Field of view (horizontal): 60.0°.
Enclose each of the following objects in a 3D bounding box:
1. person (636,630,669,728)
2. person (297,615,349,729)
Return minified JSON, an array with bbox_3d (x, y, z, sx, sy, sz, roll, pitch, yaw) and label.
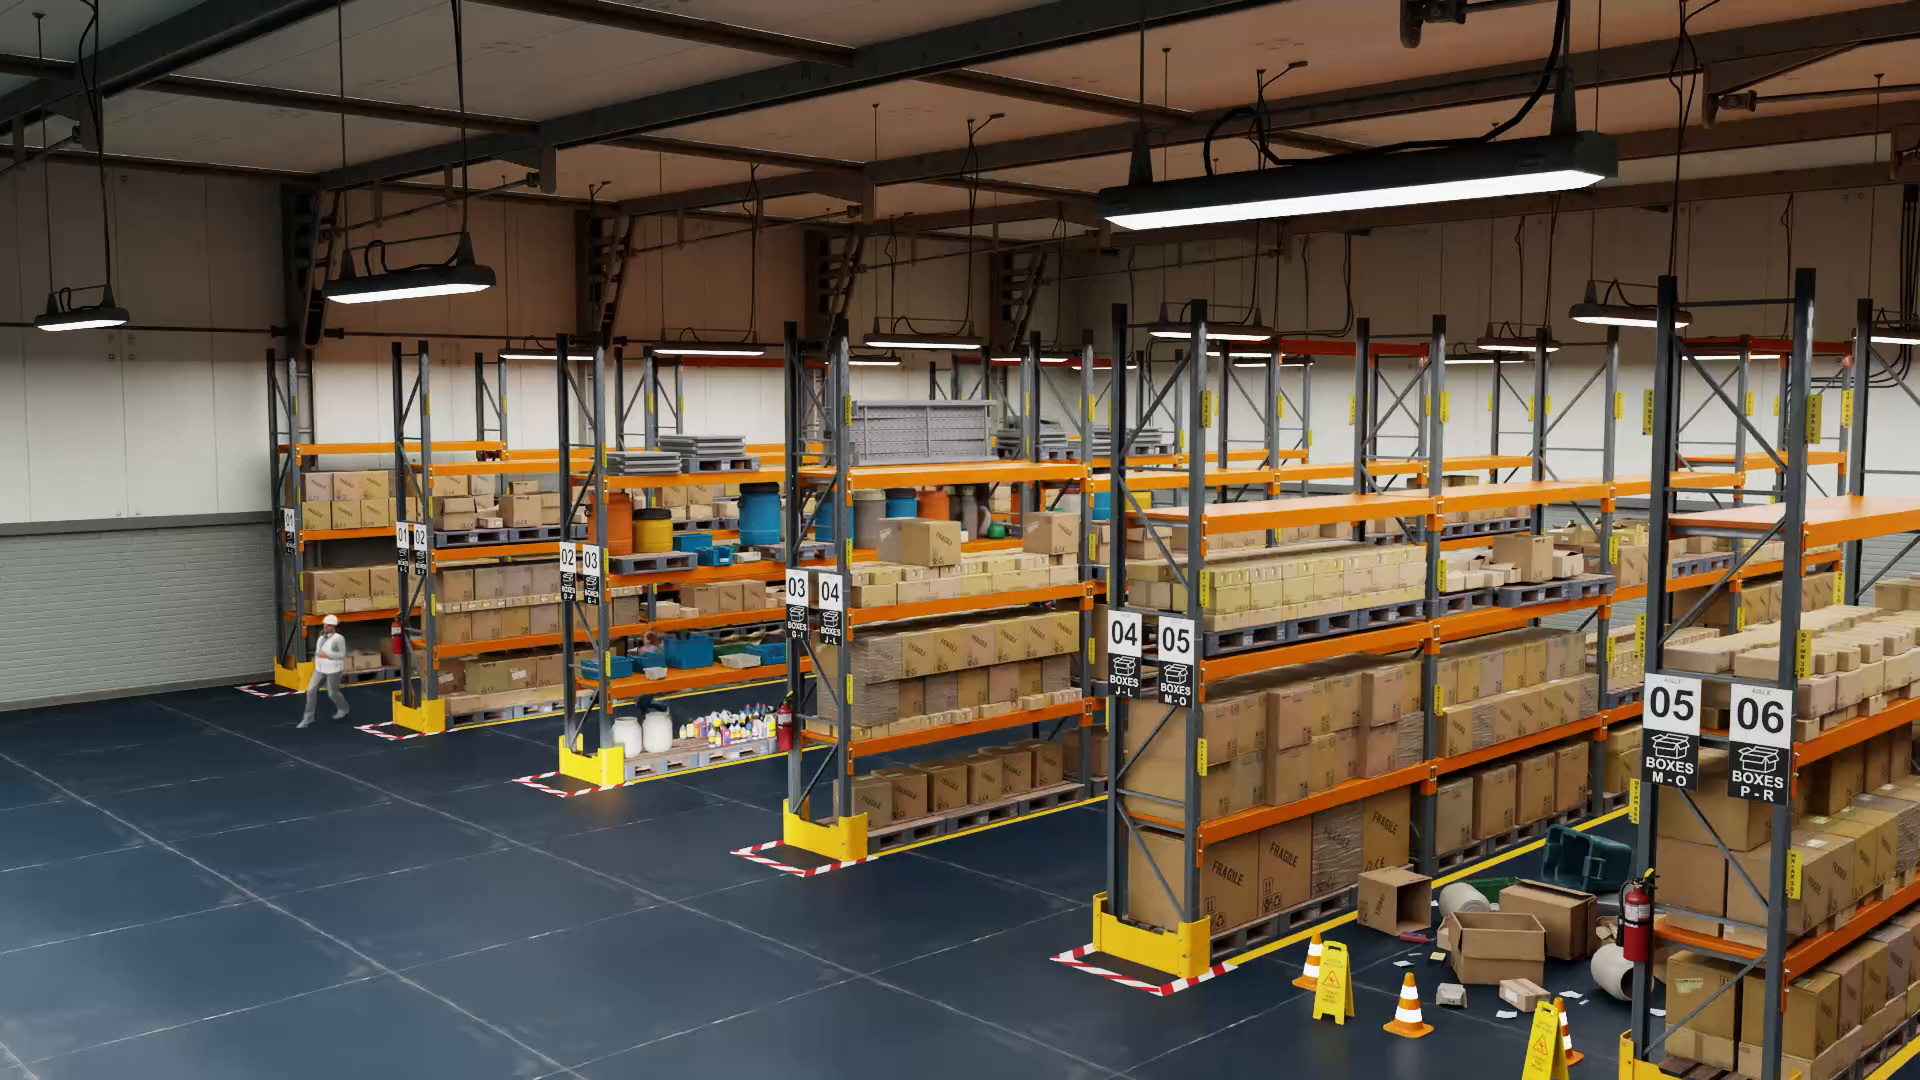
[{"bbox_3d":[-4.788,2.166,25.730,0.535,1.548,0.567,4,6,37],"label":"person"},{"bbox_3d":[-9.858,2.042,26.066,0.700,1.777,0.881,2,5,24],"label":"person"}]
